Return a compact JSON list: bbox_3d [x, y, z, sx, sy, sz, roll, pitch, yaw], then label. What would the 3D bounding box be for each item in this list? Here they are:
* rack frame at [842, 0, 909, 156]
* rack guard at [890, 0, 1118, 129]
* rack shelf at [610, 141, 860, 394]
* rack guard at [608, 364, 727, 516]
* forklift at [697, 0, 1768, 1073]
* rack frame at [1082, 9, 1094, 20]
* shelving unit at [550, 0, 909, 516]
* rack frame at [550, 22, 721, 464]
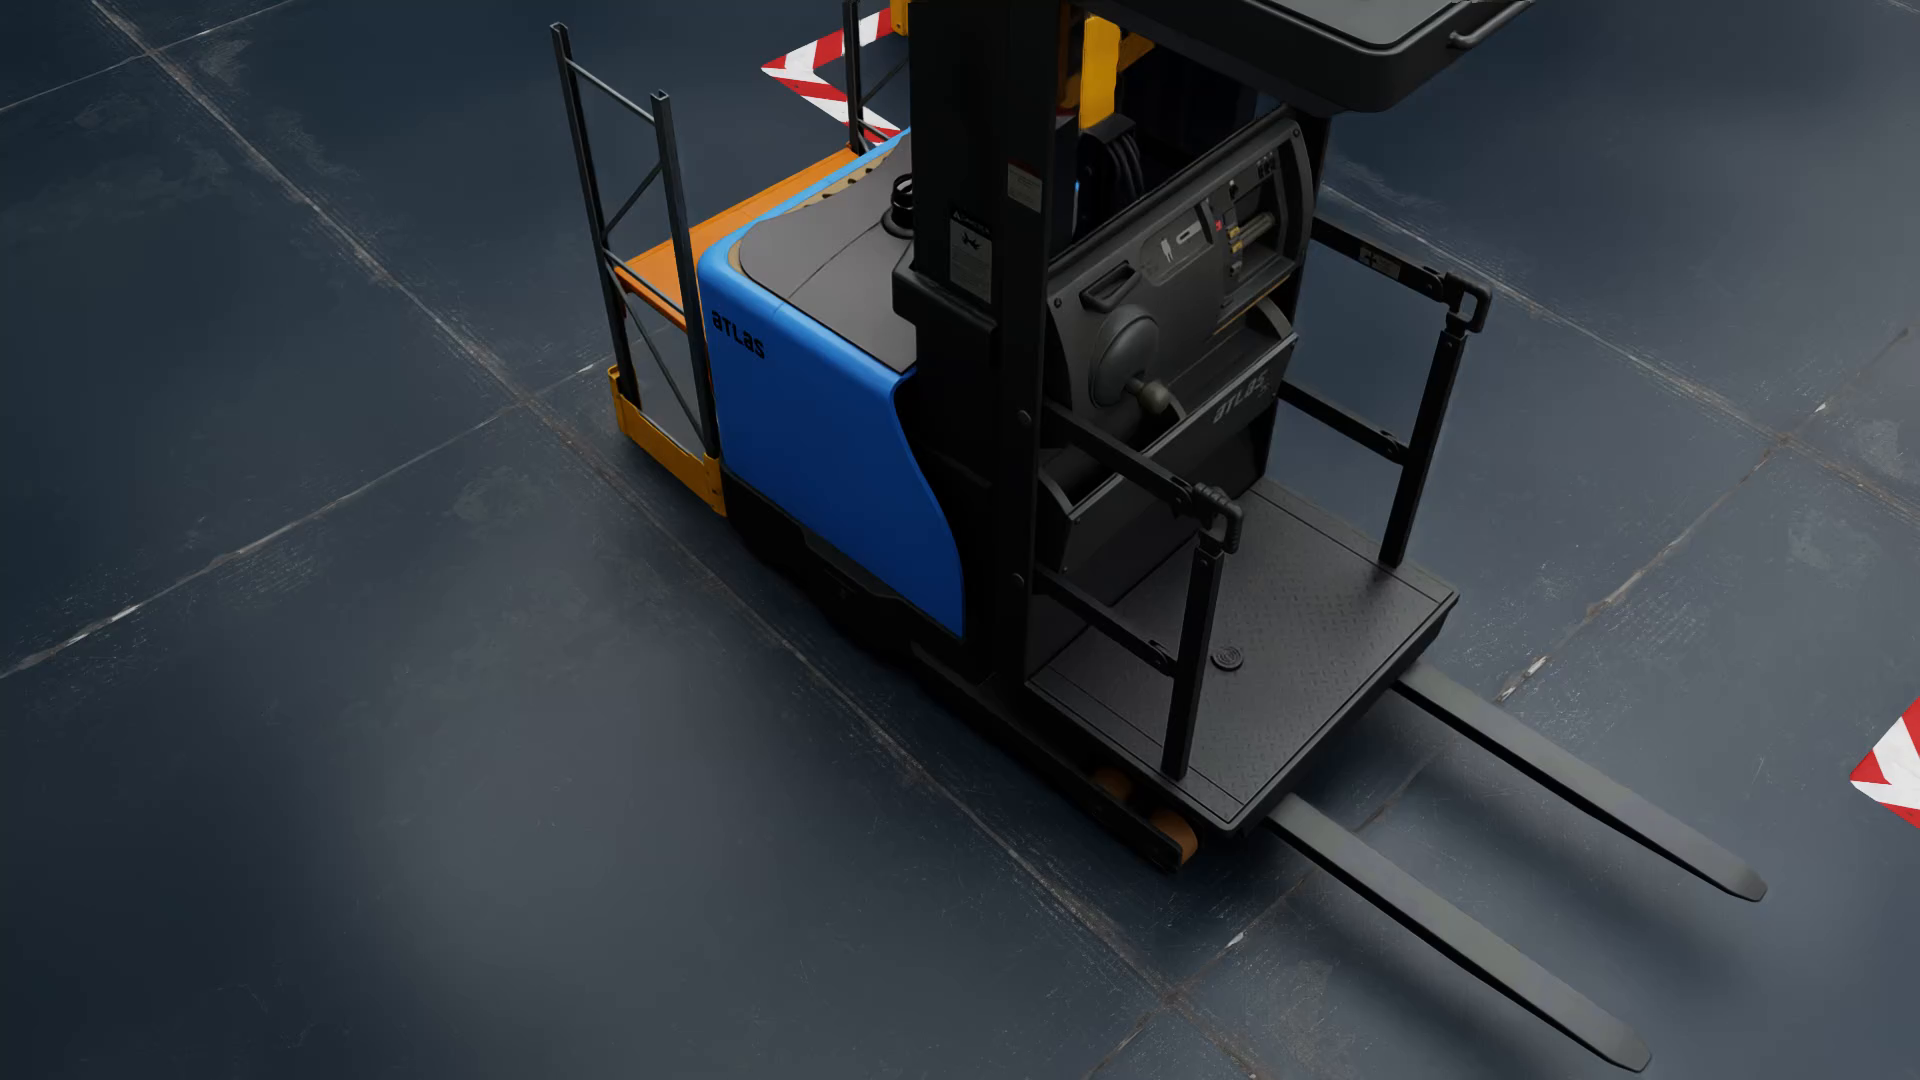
[{"bbox_3d":[-0.187,-1.268,5.399,0.032,1.500,0.500,-35,56,-28],"label":"rack frame"},{"bbox_3d":[0.188,-2.212,6.951,0.348,0.500,1.175,-34,56,-27],"label":"rack guard"},{"bbox_3d":[-0.557,-0.890,5.295,1.000,0.185,0.538,-35,56,-28],"label":"rack shelf"},{"bbox_3d":[-0.926,-0.332,5.386,0.087,0.250,0.587,-35,56,-28],"label":"rack guard"},{"bbox_3d":[0.685,-0.558,3.771,3.031,2.935,1.130,35,56,28],"label":"forklift"},{"bbox_3d":[0.206,-3.071,6.043,0.127,3.000,1.000,-34,56,-27],"label":"rack frame"},{"bbox_3d":[-0.564,-1.007,5.159,1.083,1.500,0.587,-35,56,-28],"label":"shelving unit"},{"bbox_3d":[-0.927,-0.755,4.926,0.032,1.500,0.500,-35,56,-28],"label":"rack frame"}]
